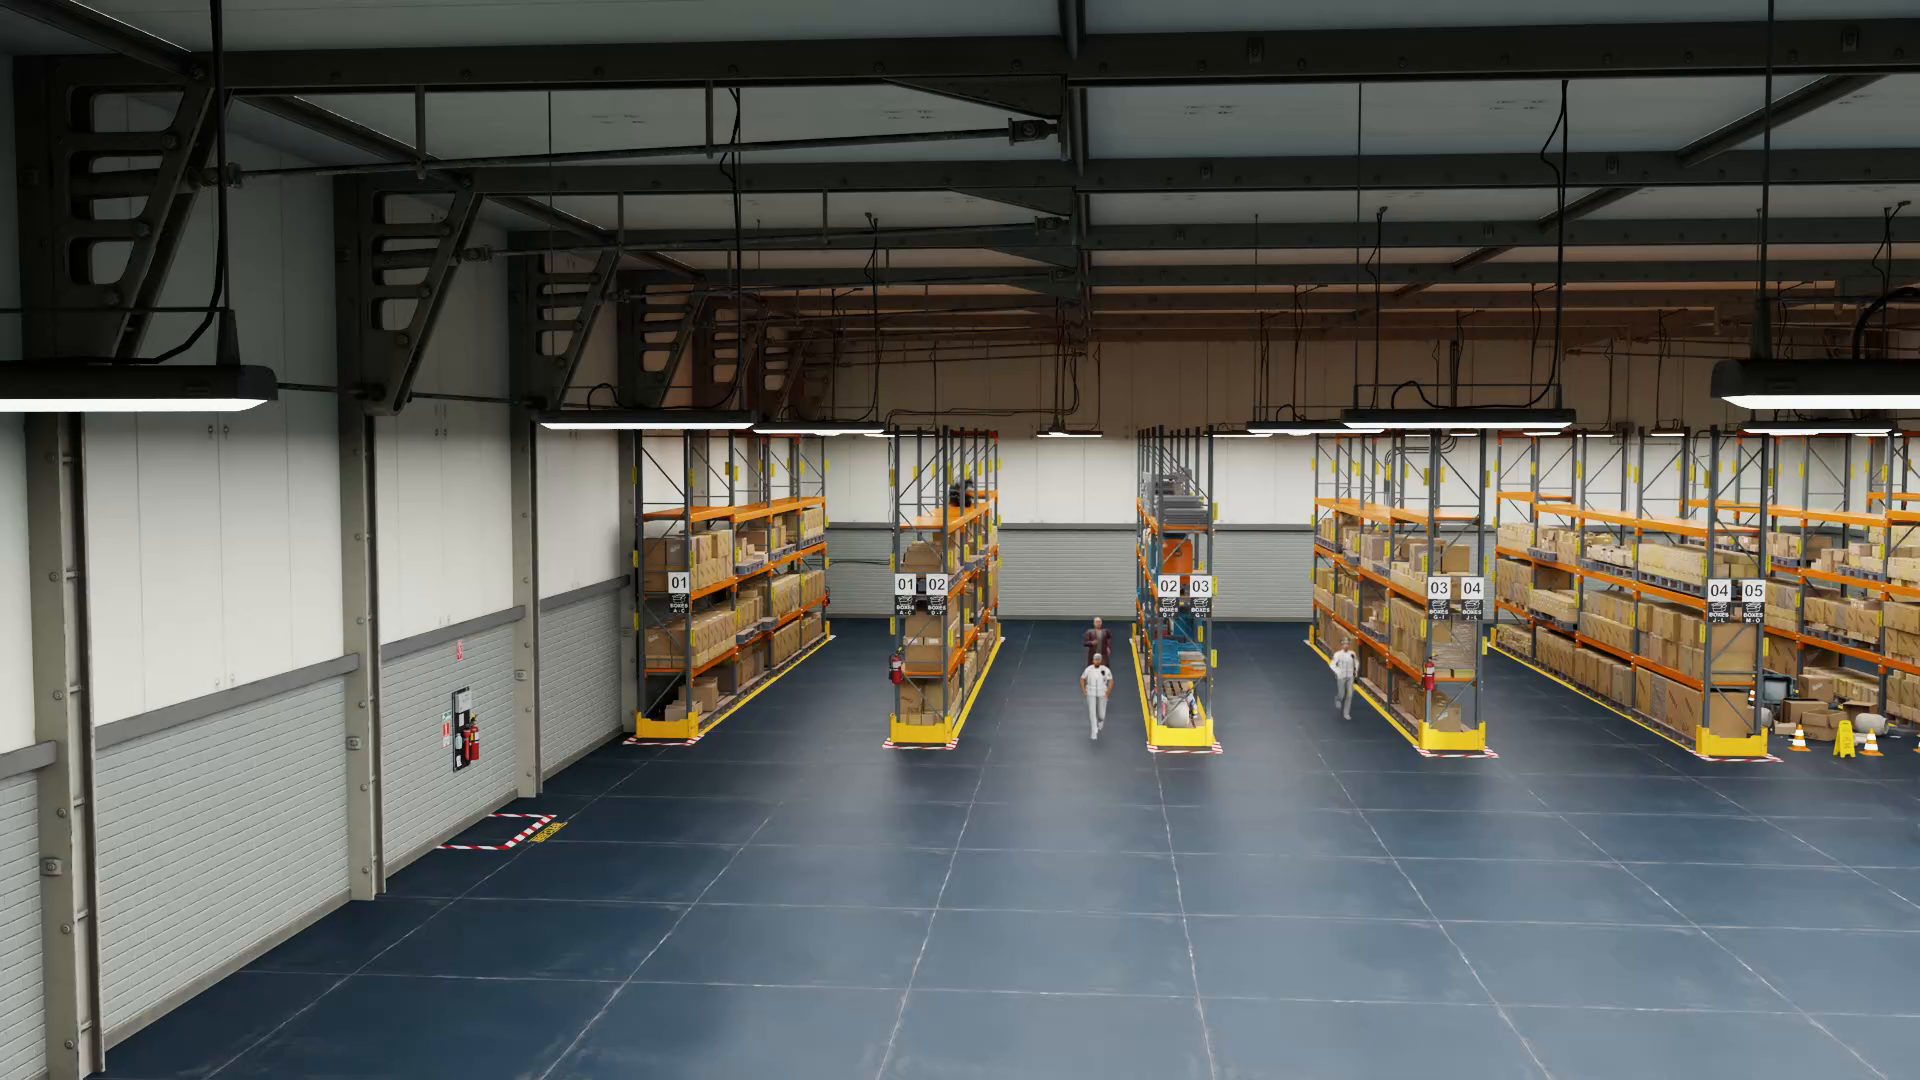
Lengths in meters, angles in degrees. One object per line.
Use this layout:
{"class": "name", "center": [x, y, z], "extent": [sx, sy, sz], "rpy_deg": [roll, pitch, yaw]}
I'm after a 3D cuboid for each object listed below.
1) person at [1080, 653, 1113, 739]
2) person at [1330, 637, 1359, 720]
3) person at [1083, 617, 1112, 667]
{"class": "person", "center": [2.640, 2.996, 32.136], "extent": [0.644, 1.640, 0.691], "rpy_deg": [0, 3, 4]}
{"class": "person", "center": [7.964, 2.840, 34.368], "extent": [0.617, 1.677, 0.747], "rpy_deg": [0, 3, -1]}
{"class": "person", "center": [3.046, 2.615, 36.725], "extent": [0.685, 1.831, 0.831], "rpy_deg": [0, 3, -2]}
